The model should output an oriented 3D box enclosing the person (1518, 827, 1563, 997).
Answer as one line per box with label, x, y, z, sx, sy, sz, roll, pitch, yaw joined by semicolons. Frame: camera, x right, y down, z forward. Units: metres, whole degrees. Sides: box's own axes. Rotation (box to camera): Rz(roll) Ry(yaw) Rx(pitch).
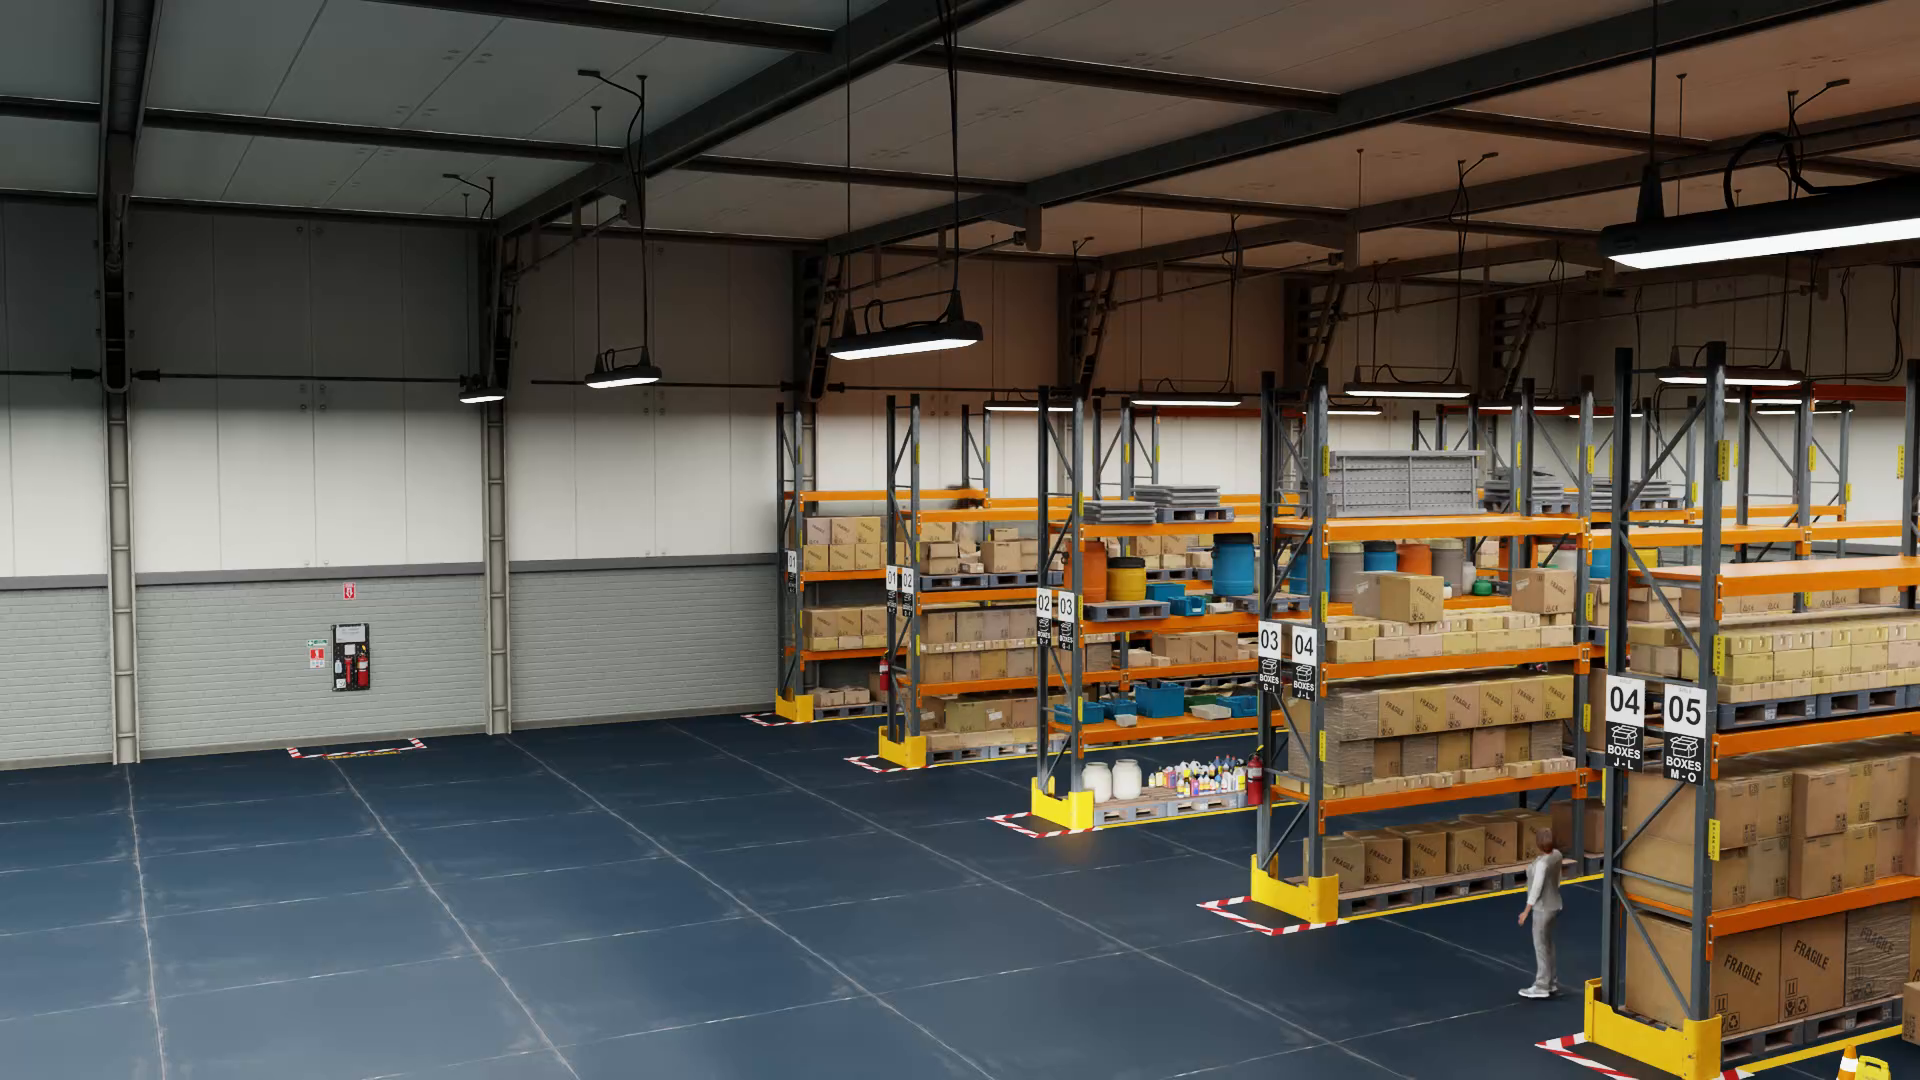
person;5.485;3.488;15.653;0.345;1.616;0.516;2;4;35
